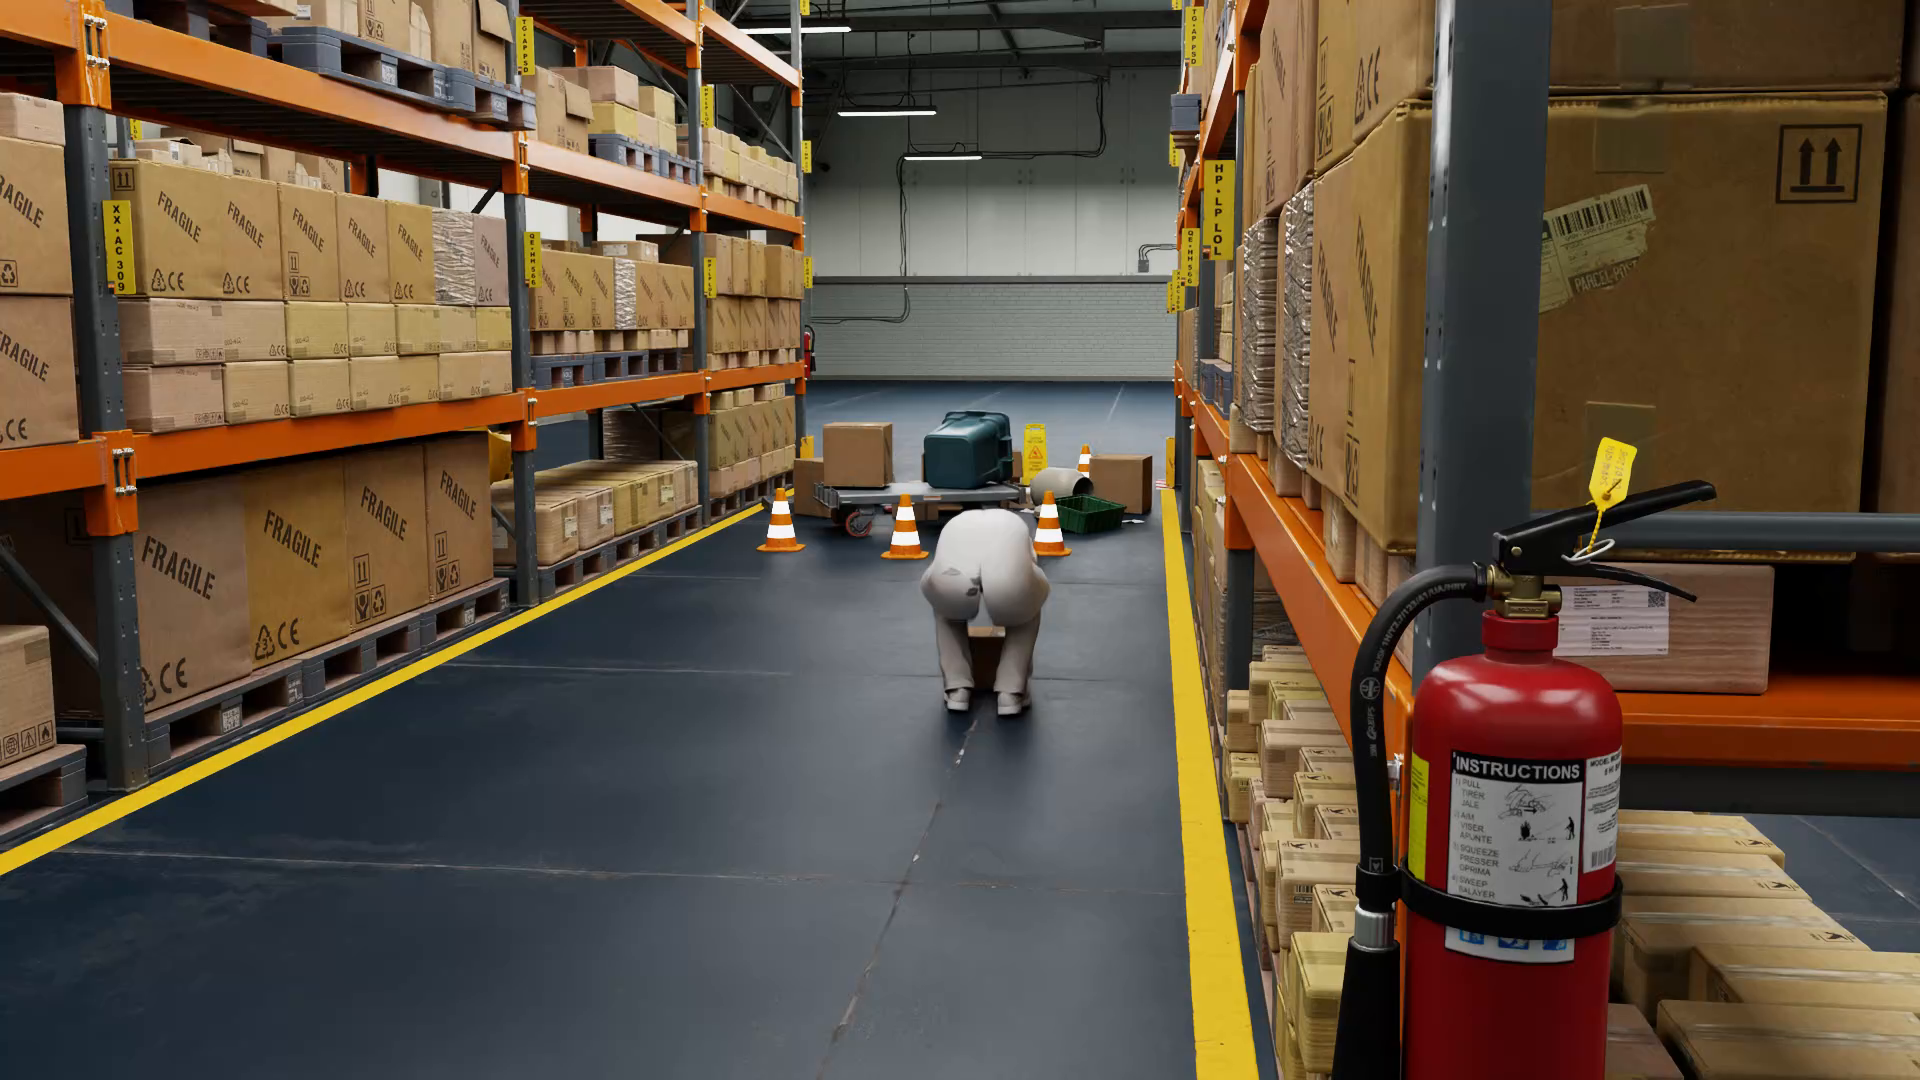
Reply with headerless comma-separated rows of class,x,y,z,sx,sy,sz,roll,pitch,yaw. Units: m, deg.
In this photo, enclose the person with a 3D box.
person,0.120,0.297,7.540,0.587,0.911,0.951,1,7,5
